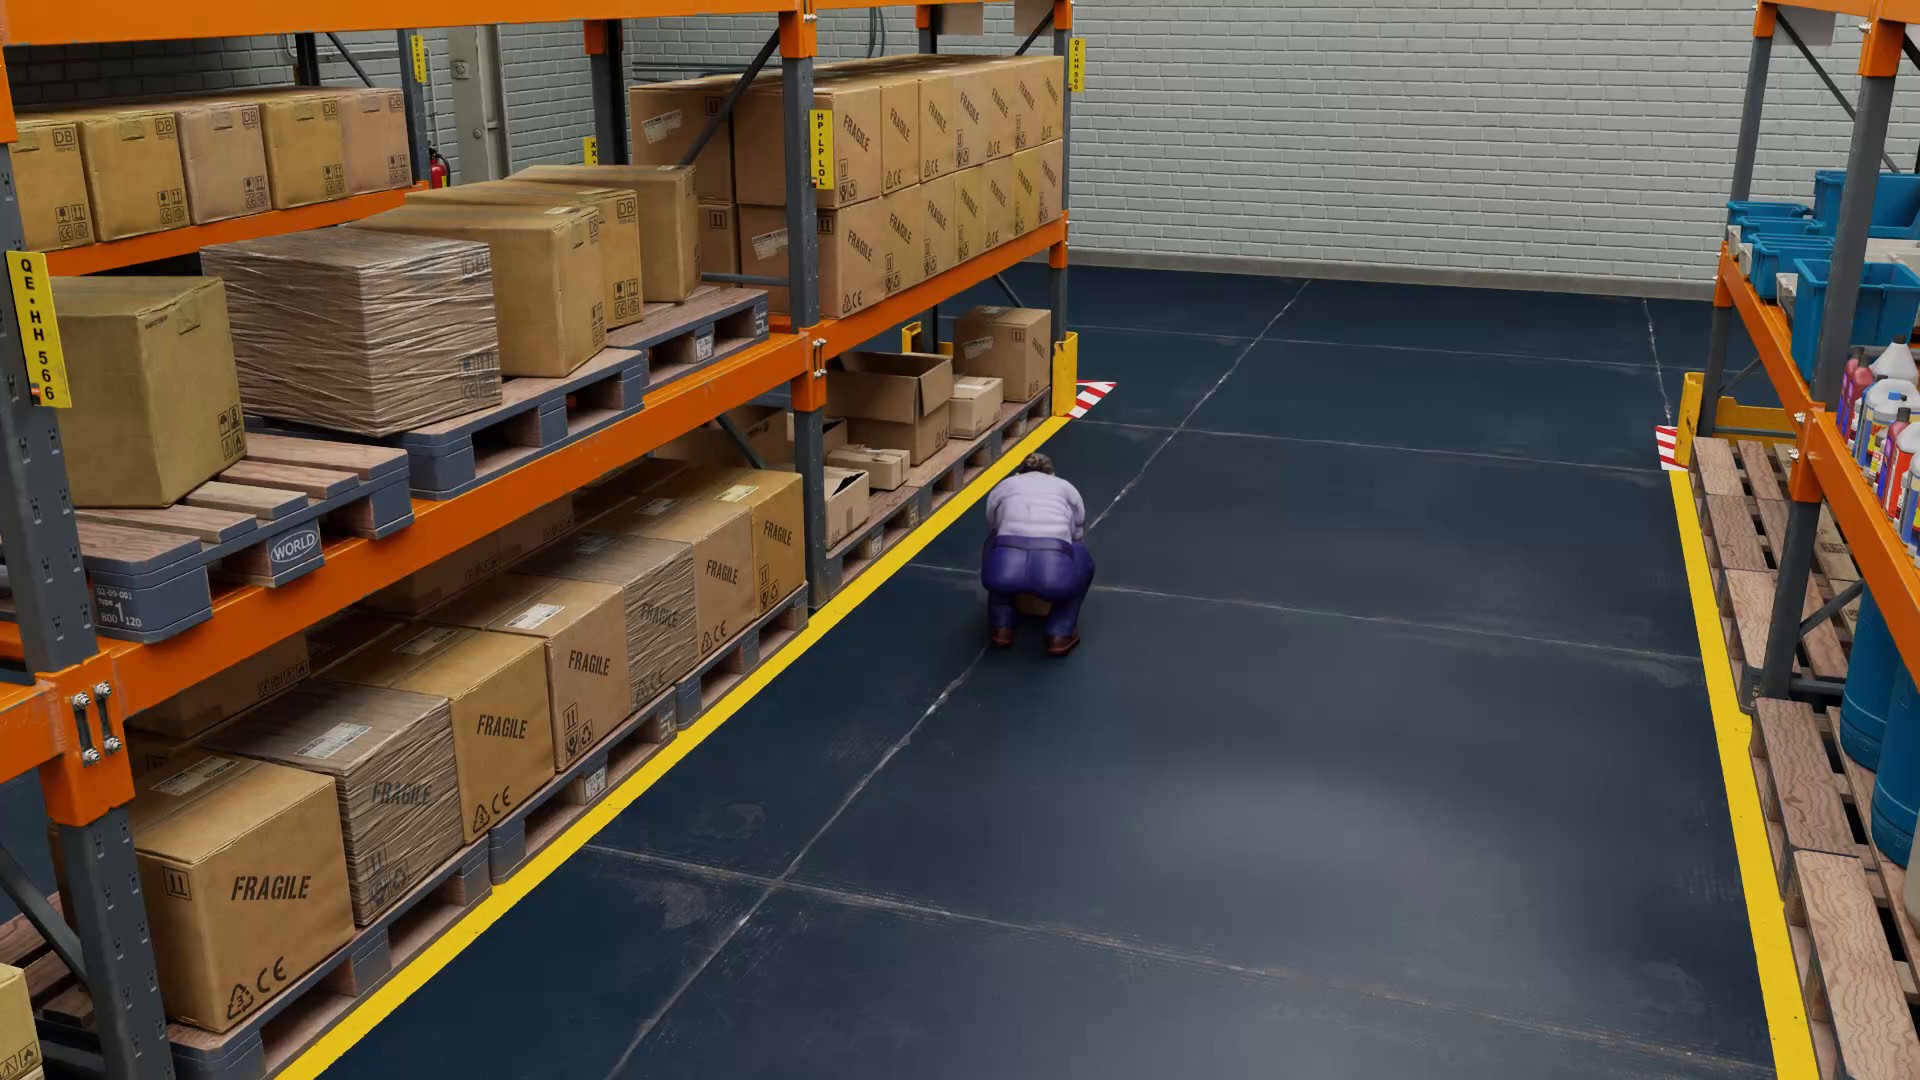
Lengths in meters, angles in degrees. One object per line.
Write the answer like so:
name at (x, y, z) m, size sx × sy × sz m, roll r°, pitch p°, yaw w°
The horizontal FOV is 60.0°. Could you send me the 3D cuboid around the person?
person at (0.337, 0.087, 7.342) m, size 0.508 × 0.807 × 0.854 m, roll 4°, pitch 19°, yaw 10°
